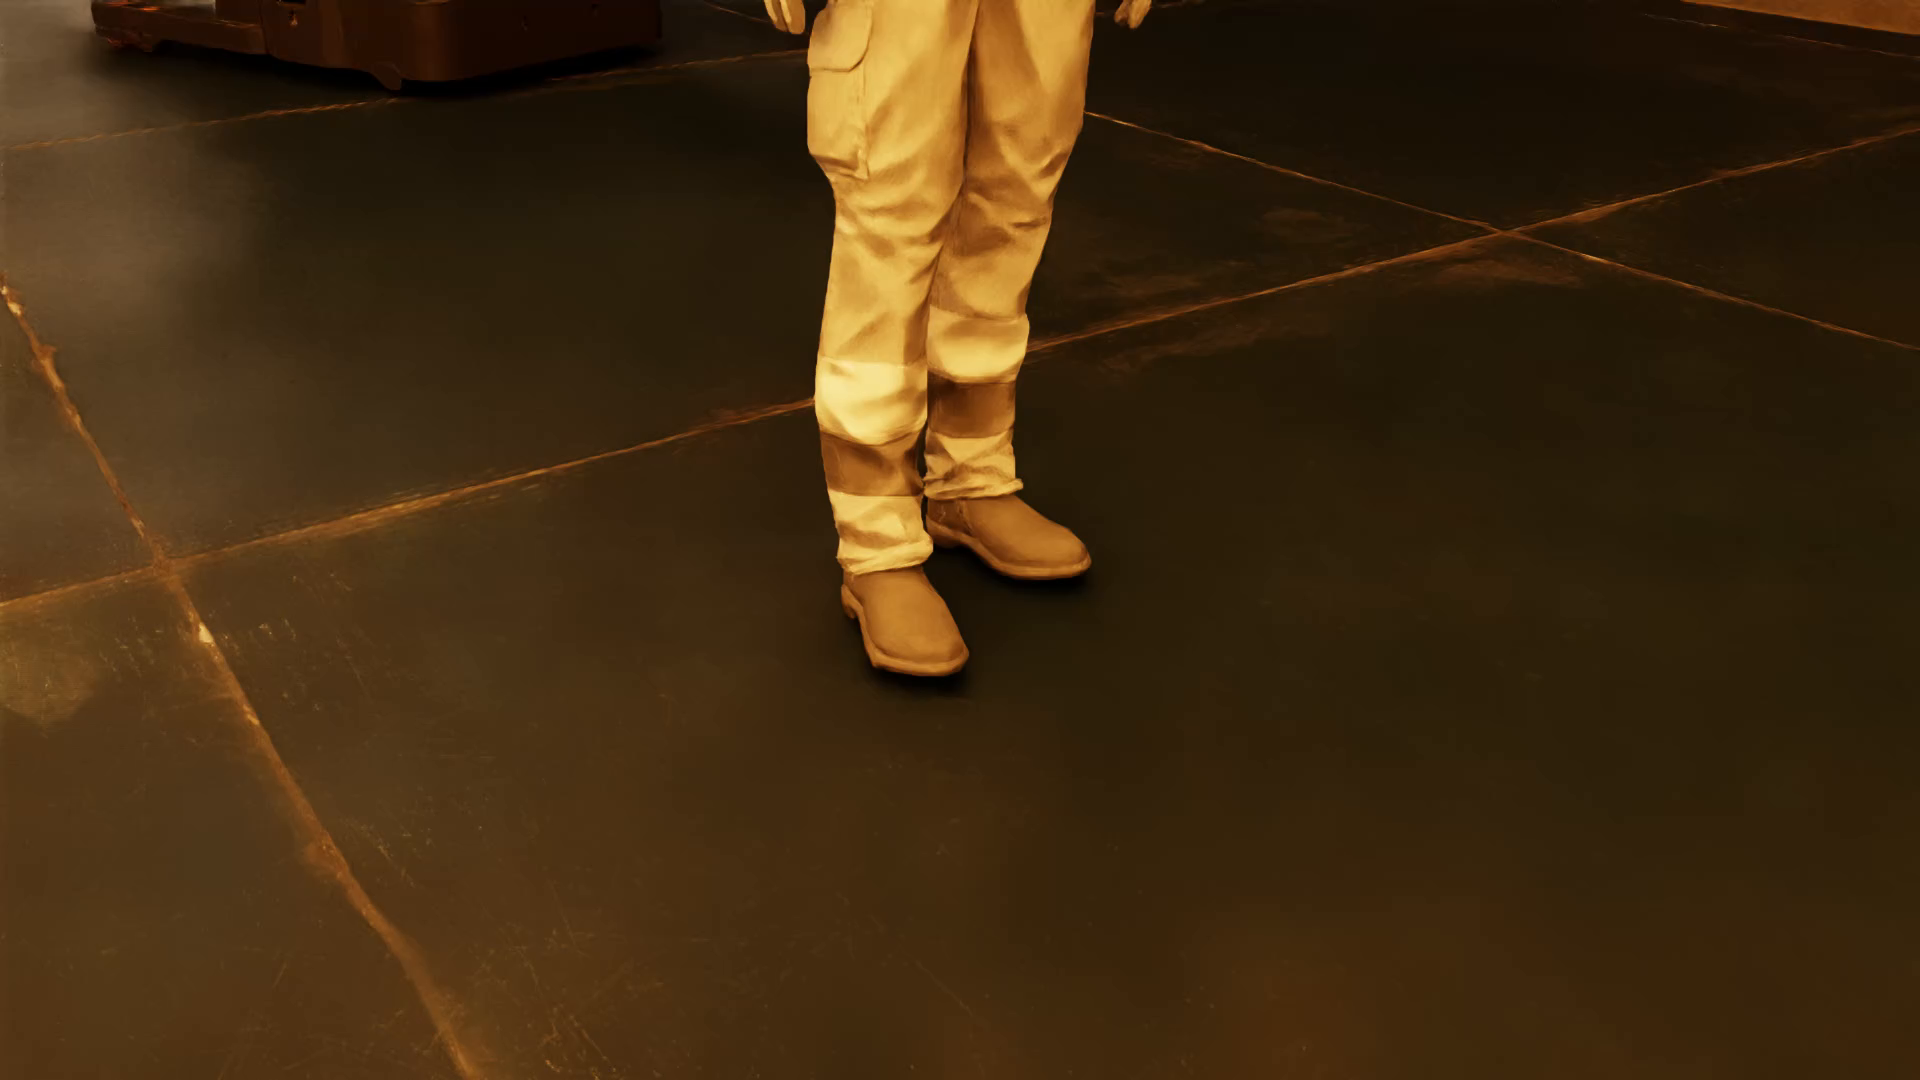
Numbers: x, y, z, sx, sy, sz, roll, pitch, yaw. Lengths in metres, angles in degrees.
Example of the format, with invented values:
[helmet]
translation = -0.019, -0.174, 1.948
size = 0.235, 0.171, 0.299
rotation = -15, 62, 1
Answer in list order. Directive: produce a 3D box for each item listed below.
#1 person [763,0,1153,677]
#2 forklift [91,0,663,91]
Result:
[person]
translation = 0.037, -0.772, 2.032
size = 0.637, 1.783, 0.563
rotation = -17, 31, -31
[forklift]
translation = -2.554, -3.239, 5.688
size = 3.031, 2.935, 1.130
rotation = 17, 32, 31
